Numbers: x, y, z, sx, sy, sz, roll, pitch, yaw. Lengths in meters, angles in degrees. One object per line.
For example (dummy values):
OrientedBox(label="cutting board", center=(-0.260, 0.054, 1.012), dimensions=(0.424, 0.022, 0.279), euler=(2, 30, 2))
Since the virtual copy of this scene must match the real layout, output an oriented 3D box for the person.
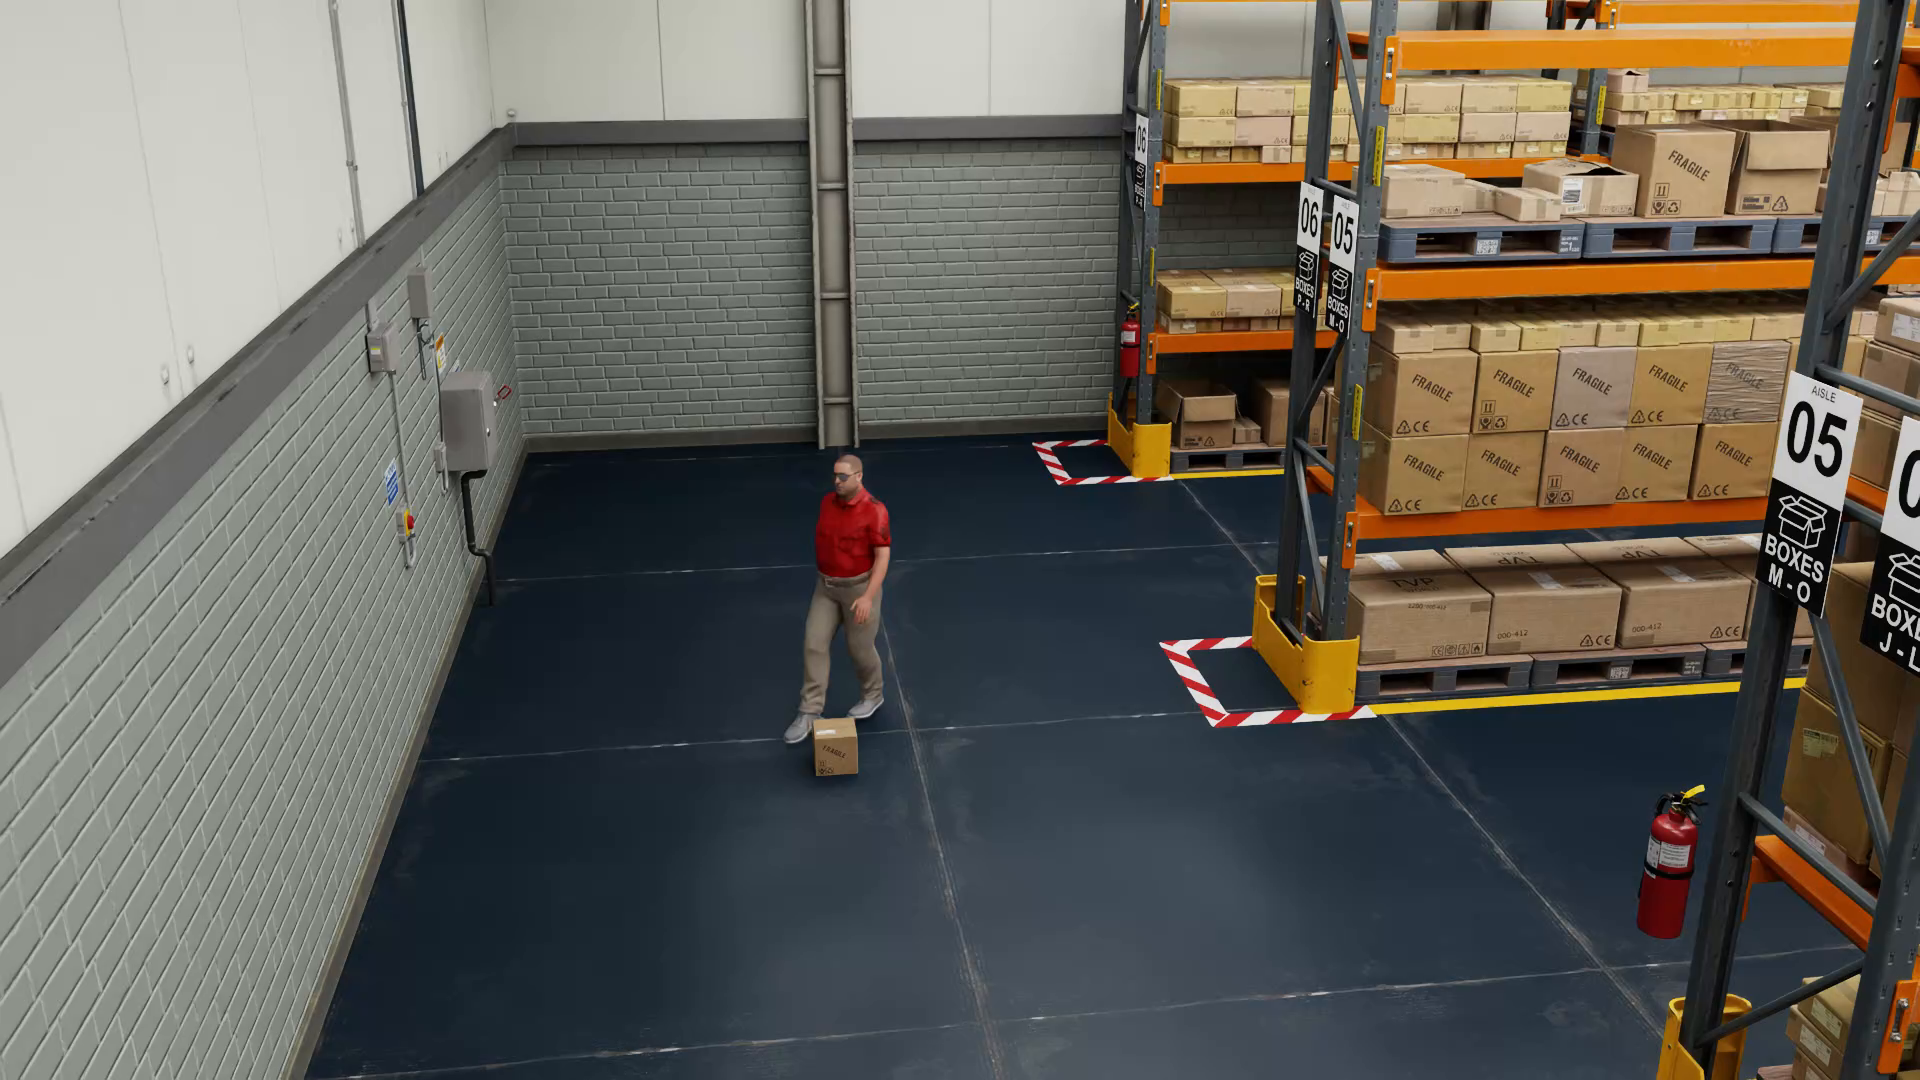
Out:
OrientedBox(label="person", center=(-0.750, 0.353, 10.099), dimensions=(0.594, 1.702, 0.779), euler=(11, 23, 28))
